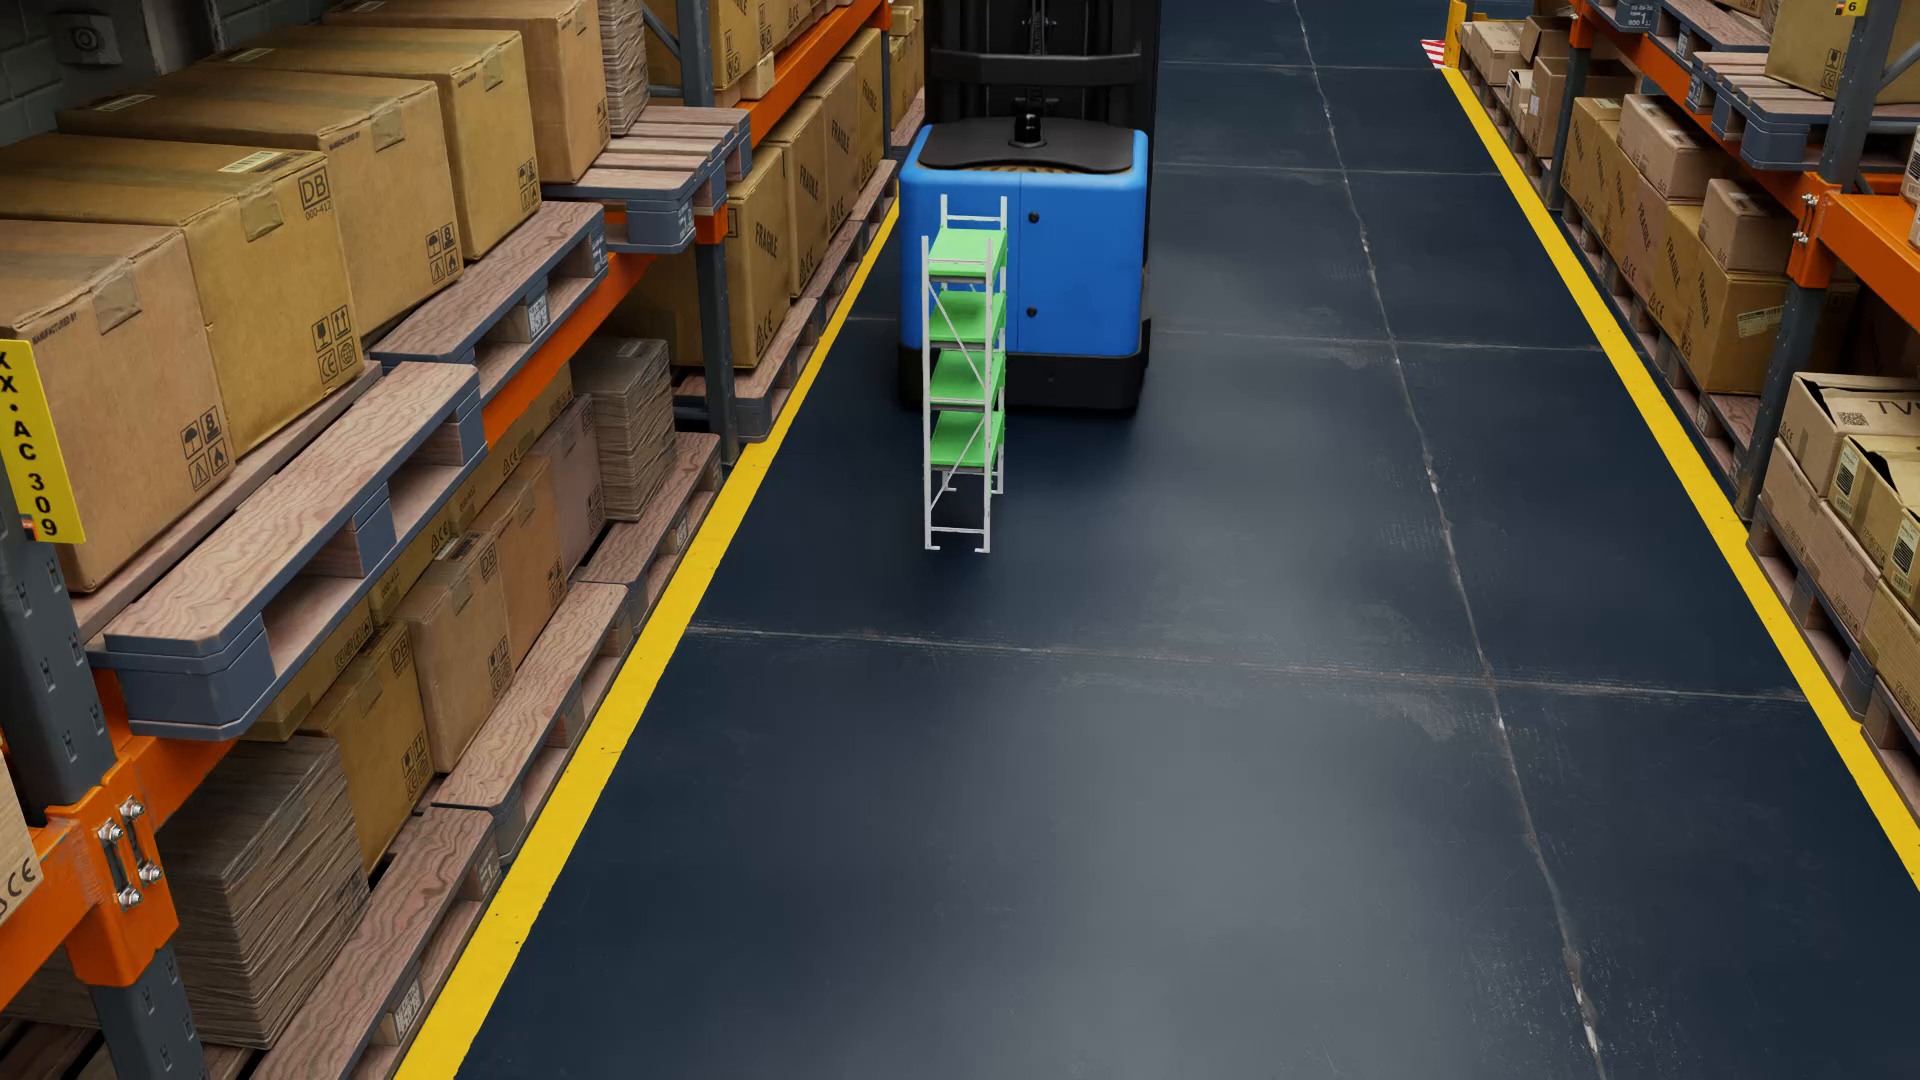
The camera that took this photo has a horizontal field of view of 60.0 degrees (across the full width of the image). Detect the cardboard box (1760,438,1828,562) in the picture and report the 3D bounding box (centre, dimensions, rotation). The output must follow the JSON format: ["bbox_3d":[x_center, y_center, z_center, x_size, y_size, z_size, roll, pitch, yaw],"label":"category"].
[{"bbox_3d":[3.144,-0.129,5.784,0.500,0.250,0.500,3,28,6],"label":"cardboard box"}]

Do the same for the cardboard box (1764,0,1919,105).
[{"bbox_3d":[3.465,-1.916,6.096,0.700,0.500,0.500,-6,29,-11],"label":"cardboard box"}]

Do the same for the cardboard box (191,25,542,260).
[{"bbox_3d":[-1.596,-1.099,4.557,0.700,0.500,0.500,3,28,6],"label":"cardboard box"}]

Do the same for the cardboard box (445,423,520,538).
[{"bbox_3d":[-1.644,-0.245,4.923,0.500,0.250,0.500,3,28,6],"label":"cardboard box"}]

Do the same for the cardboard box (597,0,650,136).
[{"bbox_3d":[-1.465,-1.686,5.648,0.700,0.500,0.500,0,28,0],"label":"cardboard box"}]

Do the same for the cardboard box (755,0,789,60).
[{"bbox_3d":[-1.030,-2.314,6.943,0.500,0.500,0.500,4,29,8],"label":"cardboard box"}]

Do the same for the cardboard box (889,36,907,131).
[{"bbox_3d":[-0.734,-2.984,10.819,0.700,0.500,0.500,4,29,7],"label":"cardboard box"}]

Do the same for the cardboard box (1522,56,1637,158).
[{"bbox_3d":[3.778,-2.645,10.169,0.500,0.500,0.500,3,28,6],"label":"cardboard box"}]

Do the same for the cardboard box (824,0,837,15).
[{"bbox_3d":[-0.842,-2.798,8.524,0.380,0.149,0.250,3,28,6],"label":"cardboard box"}]

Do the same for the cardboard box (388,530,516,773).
[{"bbox_3d":[-1.718,0.288,4.725,0.700,0.500,0.500,4,29,7],"label":"cardboard box"}]

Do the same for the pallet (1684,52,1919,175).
[{"bbox_3d":[3.513,-1.623,6.302,1.213,0.211,1.003,3,28,6],"label":"pallet"}]

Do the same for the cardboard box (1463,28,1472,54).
[{"bbox_3d":[4.057,-3.802,12.667,0.380,0.166,0.250,3,28,6],"label":"cardboard box"}]

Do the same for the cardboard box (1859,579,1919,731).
[{"bbox_3d":[3.025,0.352,4.890,0.500,0.250,0.500,3,28,5],"label":"cardboard box"}]

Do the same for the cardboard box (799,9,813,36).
[{"bbox_3d":[-0.931,-2.556,8.076,0.380,0.149,0.250,4,29,8],"label":"cardboard box"}]

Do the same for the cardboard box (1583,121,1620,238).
[{"bbox_3d":[3.634,-1.895,8.777,0.500,0.500,0.500,4,29,7],"label":"cardboard box"}]

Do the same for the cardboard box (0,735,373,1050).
[{"bbox_3d":[-1.834,0.772,3.827,0.700,0.500,0.500,4,29,8],"label":"cardboard box"}]

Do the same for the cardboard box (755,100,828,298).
[{"bbox_3d":[-1.083,-1.660,7.992,0.750,0.750,0.750,3,28,6],"label":"cardboard box"}]

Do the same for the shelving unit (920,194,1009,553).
[{"bbox_3d":[0.020,-0.606,6.110,0.258,1.200,0.503,3,28,6],"label":"shelving unit"}]

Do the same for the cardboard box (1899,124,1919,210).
[{"bbox_3d":[3.412,-1.177,5.365,0.500,0.311,0.500,5,29,9],"label":"cardboard box"}]

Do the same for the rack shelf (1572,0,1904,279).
[{"bbox_3d":[3.745,-2.009,7.575,1.077,0.370,4.000,3,28,6],"label":"rack shelf"}]

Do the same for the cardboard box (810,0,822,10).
[{"bbox_3d":[-0.912,-2.793,7.832,0.500,0.500,0.500,4,29,8],"label":"cardboard box"}]

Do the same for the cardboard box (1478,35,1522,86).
[{"bbox_3d":[4.009,-3.423,11.877,0.500,0.250,0.500,3,28,6],"label":"cardboard box"}]

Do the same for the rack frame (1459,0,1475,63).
[{"bbox_3d":[4.480,-5.150,12.647,1.000,3.000,0.127,3,28,6],"label":"rack frame"}]

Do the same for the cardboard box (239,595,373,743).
[{"bbox_3d":[-1.783,0.234,4.034,0.500,0.250,0.500,3,28,5],"label":"cardboard box"}]

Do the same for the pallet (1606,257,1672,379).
[{"bbox_3d":[3.780,-1.079,8.030,1.003,0.211,1.213,3,28,6],"label":"pallet"}]

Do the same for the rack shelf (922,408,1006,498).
[{"bbox_3d":[0.020,-0.339,6.254,0.258,0.148,0.480,3,28,6],"label":"rack shelf"}]

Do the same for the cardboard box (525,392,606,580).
[{"bbox_3d":[-1.632,-0.186,5.604,0.700,0.500,0.500,3,28,6],"label":"cardboard box"}]

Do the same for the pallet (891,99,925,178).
[{"bbox_3d":[-0.756,-2.679,11.000,1.003,0.211,1.213,3,28,6],"label":"pallet"}]

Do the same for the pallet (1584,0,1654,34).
[{"bbox_3d":[3.783,-2.813,8.511,1.003,0.211,1.213,3,28,6],"label":"pallet"}]

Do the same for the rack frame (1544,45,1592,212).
[{"bbox_3d":[3.990,-3.267,9.152,1.000,3.000,0.127,3,28,6],"label":"rack frame"}]

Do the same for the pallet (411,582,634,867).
[{"bbox_3d":[-1.667,0.497,5.104,1.003,0.211,1.213,3,28,6],"label":"pallet"}]

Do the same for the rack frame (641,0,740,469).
[{"bbox_3d":[-1.417,-1.671,6.188,1.000,3.000,0.127,3,28,6],"label":"rack frame"}]

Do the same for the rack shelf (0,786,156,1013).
[{"bbox_3d":[-2.153,1.470,1.116,1.077,0.370,4.000,3,28,6],"label":"rack shelf"}]

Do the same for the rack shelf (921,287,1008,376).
[{"bbox_3d":[0.020,-0.761,6.027,0.258,0.148,0.480,3,28,6],"label":"rack shelf"}]

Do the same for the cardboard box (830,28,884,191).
[{"bbox_3d":[-0.878,-2.478,9.511,0.750,0.750,0.750,4,29,7],"label":"cardboard box"}]

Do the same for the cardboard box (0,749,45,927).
[{"bbox_3d":[-1.665,0.510,2.278,0.500,0.250,0.500,3,29,6],"label":"cardboard box"}]

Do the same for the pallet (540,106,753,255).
[{"bbox_3d":[-1.399,-1.244,5.600,1.213,0.211,1.003,3,28,6],"label":"pallet"}]

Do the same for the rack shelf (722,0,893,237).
[{"bbox_3d":[-1.172,-2.295,8.106,1.077,0.370,4.000,3,28,6],"label":"rack shelf"}]

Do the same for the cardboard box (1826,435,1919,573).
[{"bbox_3d":[3.088,-0.128,5.191,0.500,0.311,0.500,3,28,5],"label":"cardboard box"}]

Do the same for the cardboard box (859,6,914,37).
[{"bbox_3d":[-0.511,-3.420,10.944,0.380,0.149,0.250,4,29,8],"label":"cardboard box"}]

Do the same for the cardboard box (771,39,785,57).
[{"bbox_3d":[-1.017,-2.318,7.633,0.380,0.149,0.250,4,29,7],"label":"cardboard box"}]

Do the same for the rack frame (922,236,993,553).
[{"bbox_3d":[-0.010,-0.491,5.897,0.240,1.200,0.015,3,28,6],"label":"rack frame"}]

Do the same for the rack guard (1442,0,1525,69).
[{"bbox_3d":[4.470,-4.014,13.173,1.175,0.500,0.348,3,28,6],"label":"rack guard"}]

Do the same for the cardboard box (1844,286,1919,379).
[{"bbox_3d":[3.839,-0.675,6.513,0.500,0.500,0.500,5,29,8],"label":"cardboard box"}]

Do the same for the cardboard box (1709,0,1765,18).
[{"bbox_3d":[3.834,-2.661,7.478,0.700,0.500,0.500,-4,29,-7],"label":"cardboard box"}]

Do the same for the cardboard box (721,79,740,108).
[{"bbox_3d":[-1.108,-1.828,6.725,0.380,0.149,0.250,4,29,7],"label":"cardboard box"}]

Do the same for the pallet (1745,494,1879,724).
[{"bbox_3d":[3.360,0.228,5.603,1.003,0.211,1.213,3,28,6],"label":"pallet"}]

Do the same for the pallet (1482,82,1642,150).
[{"bbox_3d":[4.222,-2.939,11.482,1.003,0.211,1.213,3,28,6],"label":"pallet"}]

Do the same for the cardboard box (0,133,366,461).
[{"bbox_3d":[-1.736,-0.526,3.494,0.700,0.500,0.500,6,29,11],"label":"cardboard box"}]

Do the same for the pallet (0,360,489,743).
[{"bbox_3d":[-1.669,-0.055,3.391,1.003,0.211,1.213,3,28,6],"label":"pallet"}]

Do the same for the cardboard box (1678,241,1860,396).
[{"bbox_3d":[3.381,-0.932,6.988,0.500,0.500,0.500,4,29,8],"label":"cardboard box"}]

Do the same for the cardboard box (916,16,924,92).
[{"bbox_3d":[-0.604,-3.462,11.706,0.700,0.500,0.500,4,29,7],"label":"cardboard box"}]

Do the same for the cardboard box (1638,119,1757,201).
[{"bbox_3d":[3.505,-1.770,7.754,0.500,0.250,0.500,3,28,5],"label":"cardboard box"}]

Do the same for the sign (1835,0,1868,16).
[{"bbox_3d":[2.960,-1.886,5.452,0.100,0.325,0.005,3,28,6],"label":"sign"}]

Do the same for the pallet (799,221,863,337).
[{"bbox_3d":[-1.094,-1.382,8.593,1.003,0.211,1.213,3,28,6],"label":"pallet"}]

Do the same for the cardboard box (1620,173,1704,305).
[{"bbox_3d":[3.503,-1.422,7.899,0.500,0.500,0.500,2,28,4],"label":"cardboard box"}]

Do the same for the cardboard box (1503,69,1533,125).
[{"bbox_3d":[3.870,-2.915,10.869,0.500,0.311,0.500,3,28,6],"label":"cardboard box"}]

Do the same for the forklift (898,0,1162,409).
[{"bbox_3d":[0.402,-2.522,7.841,1.130,2.935,3.031,3,28,5],"label":"forklift"}]

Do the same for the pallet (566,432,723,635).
[{"bbox_3d":[-1.515,-0.075,6.167,1.003,0.211,1.213,3,28,6],"label":"pallet"}]
